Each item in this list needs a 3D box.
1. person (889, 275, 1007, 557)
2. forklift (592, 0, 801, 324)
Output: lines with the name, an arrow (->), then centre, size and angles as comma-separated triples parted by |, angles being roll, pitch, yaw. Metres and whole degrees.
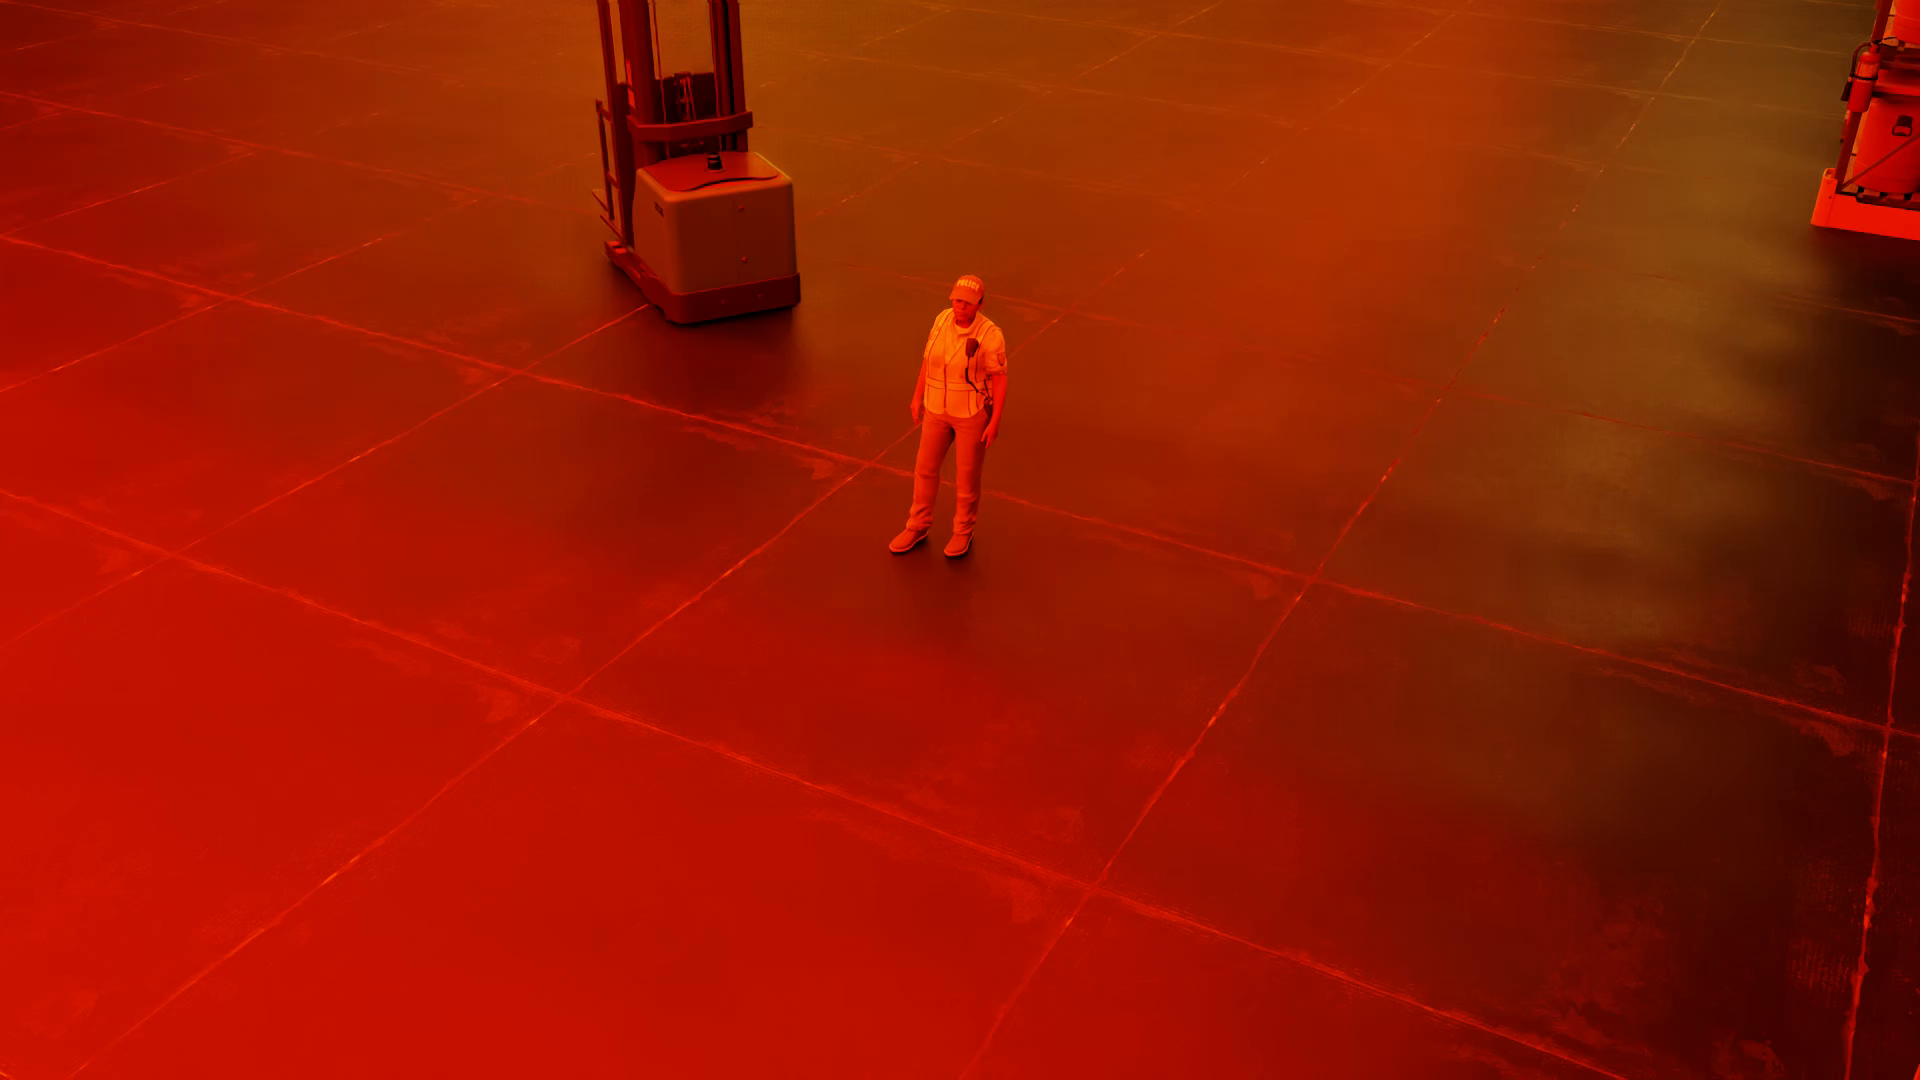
person -> -0.057, -0.700, 9.534 | 0.598, 1.670, 0.529 | 15, 33, 25
forklift -> -2.360, -3.638, 13.374 | 1.130, 2.935, 3.031 | -14, 33, -22
